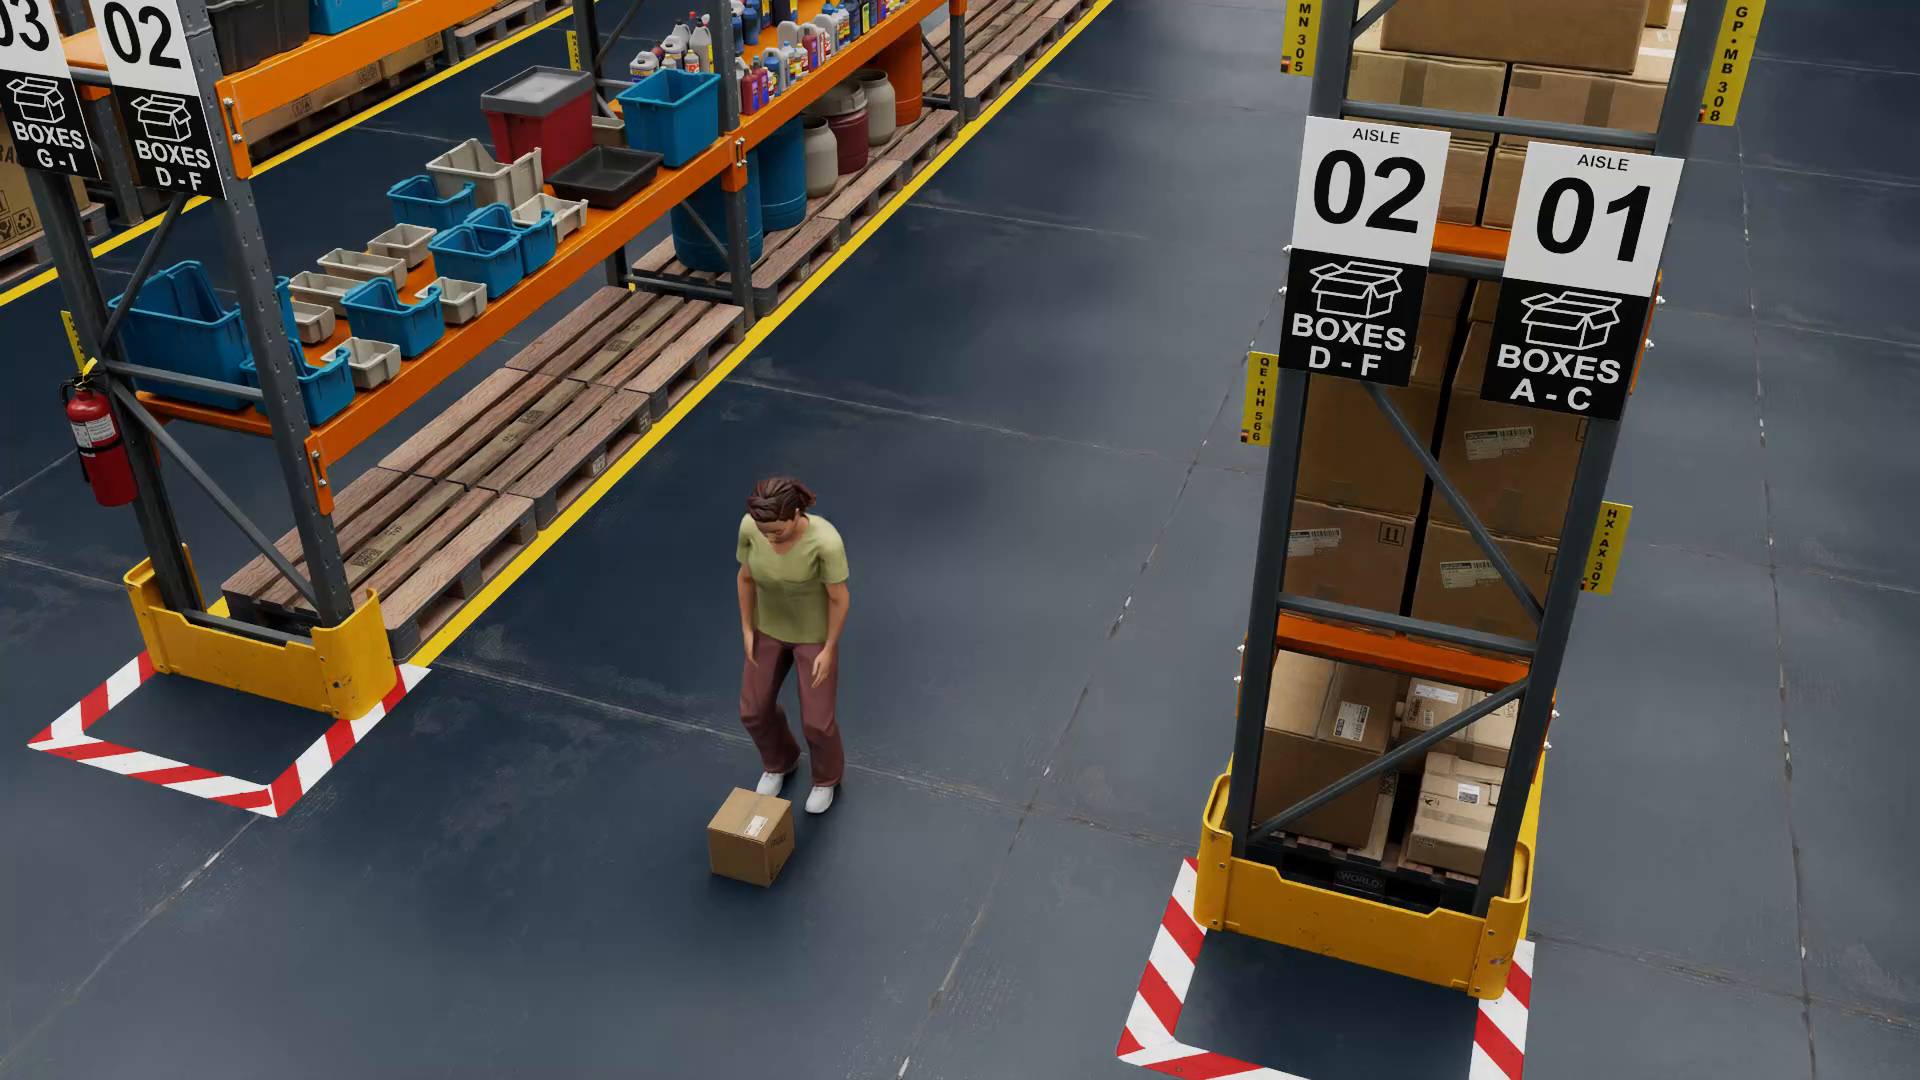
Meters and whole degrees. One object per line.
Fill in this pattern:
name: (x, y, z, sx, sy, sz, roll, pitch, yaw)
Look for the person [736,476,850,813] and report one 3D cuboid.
person: (-0.656, 0.396, 6.616, 0.478, 1.603, 0.426, 12, 35, 18)
